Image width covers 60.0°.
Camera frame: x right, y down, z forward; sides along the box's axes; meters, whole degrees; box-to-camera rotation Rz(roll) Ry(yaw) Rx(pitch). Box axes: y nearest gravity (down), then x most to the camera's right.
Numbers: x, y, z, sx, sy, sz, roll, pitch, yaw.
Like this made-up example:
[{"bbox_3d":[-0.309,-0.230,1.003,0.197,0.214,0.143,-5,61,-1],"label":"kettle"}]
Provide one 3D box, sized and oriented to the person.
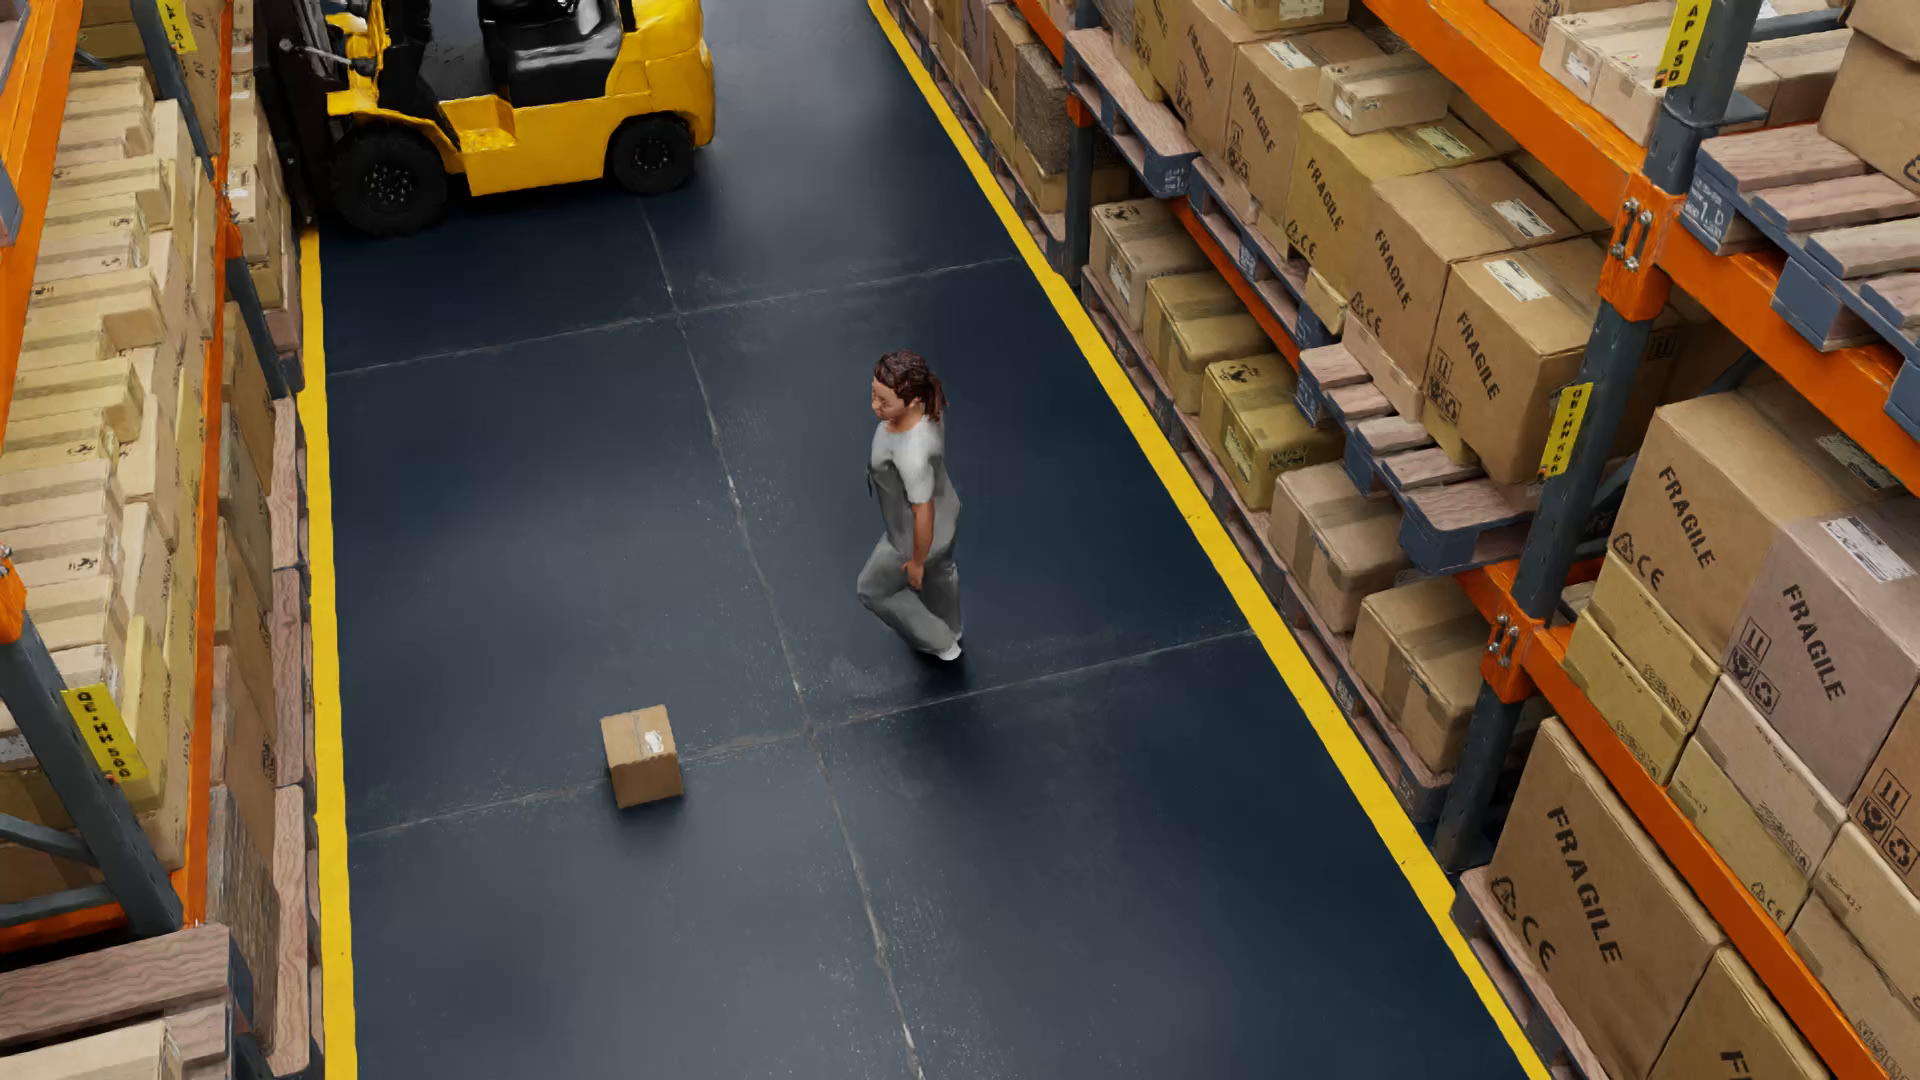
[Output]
[{"bbox_3d":[-0.192,-0.080,6.253,0.394,1.644,0.569,5,43,6],"label":"person"}]
